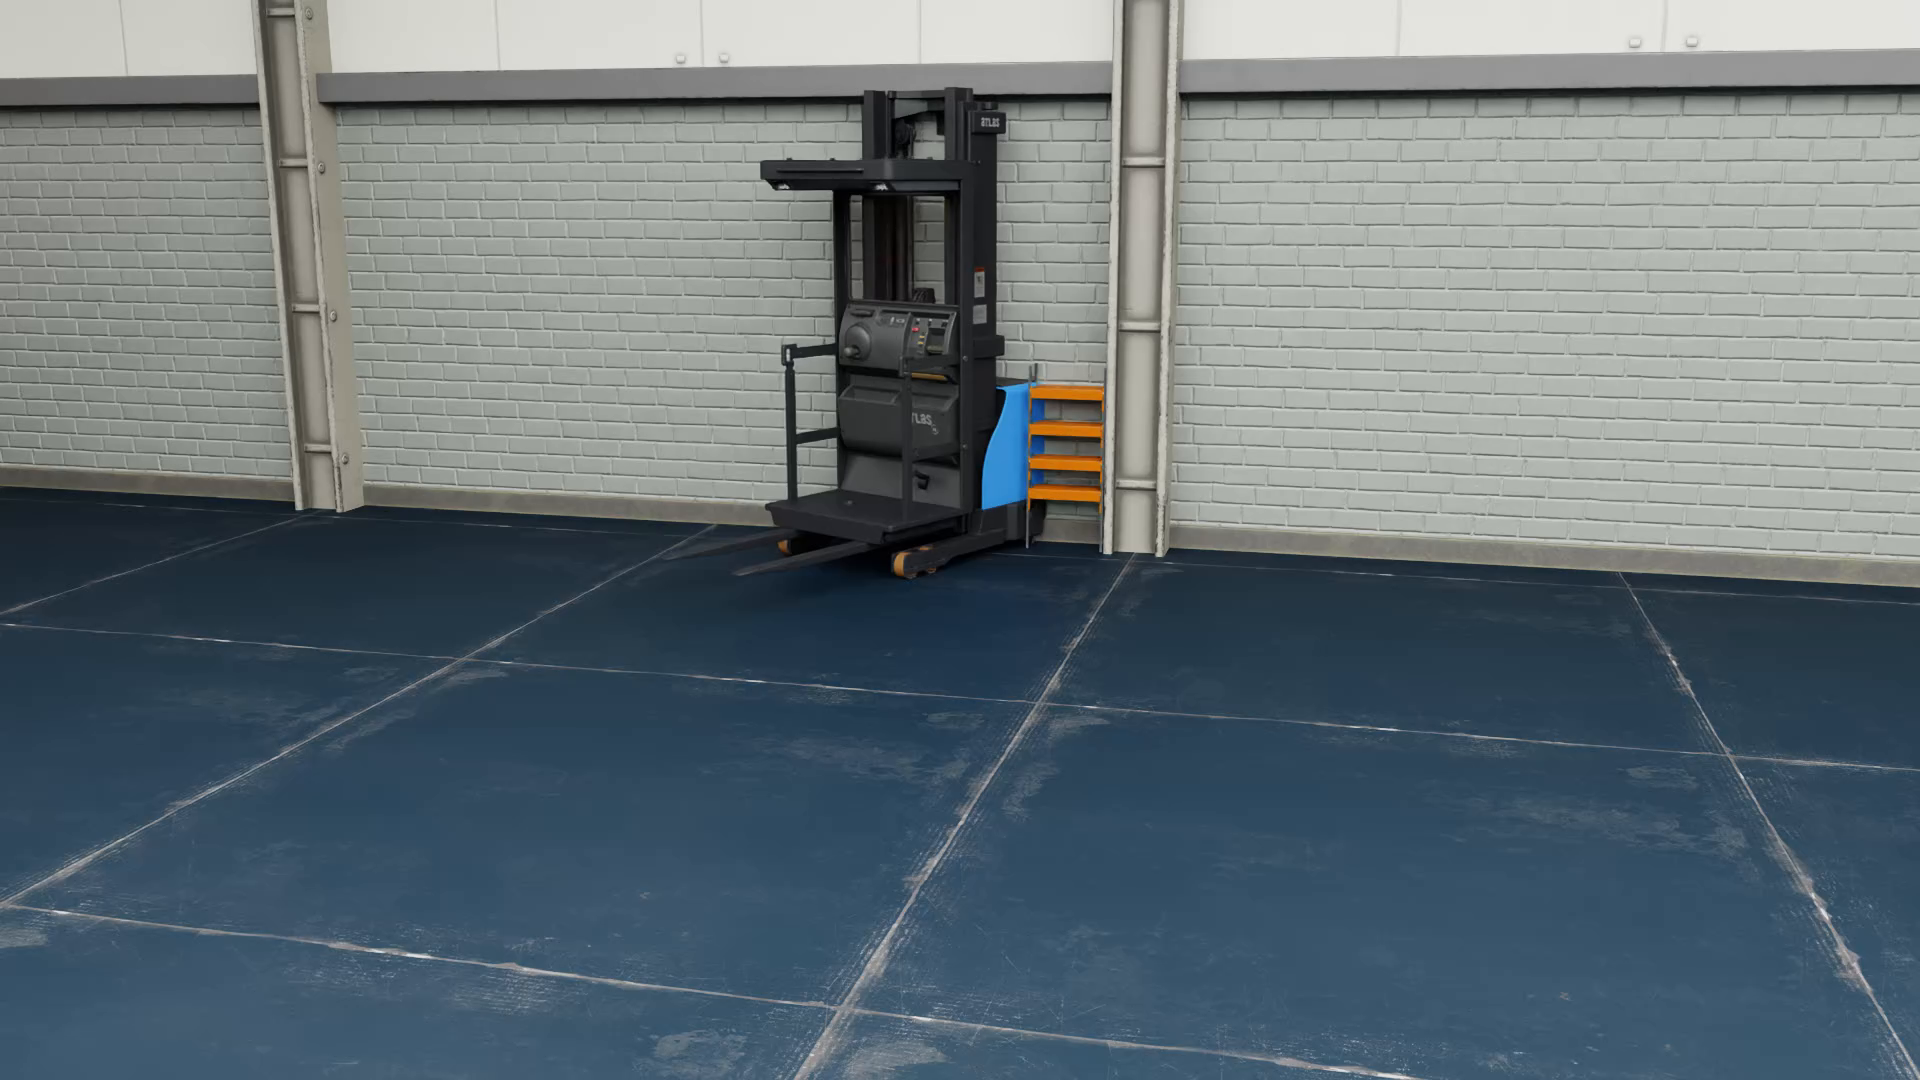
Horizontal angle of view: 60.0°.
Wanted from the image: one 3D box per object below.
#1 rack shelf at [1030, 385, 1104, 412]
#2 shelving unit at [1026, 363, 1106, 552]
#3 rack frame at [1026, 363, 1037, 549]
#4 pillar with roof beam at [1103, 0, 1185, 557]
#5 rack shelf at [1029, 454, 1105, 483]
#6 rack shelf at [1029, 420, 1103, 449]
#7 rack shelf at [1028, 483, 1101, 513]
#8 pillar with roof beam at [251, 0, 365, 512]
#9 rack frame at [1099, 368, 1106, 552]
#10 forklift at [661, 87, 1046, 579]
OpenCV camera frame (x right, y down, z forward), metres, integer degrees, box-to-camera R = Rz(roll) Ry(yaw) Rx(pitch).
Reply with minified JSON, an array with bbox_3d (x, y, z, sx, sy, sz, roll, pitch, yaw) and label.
[{"bbox_3d":[0.713,-0.928,10.816,0.480,0.148,0.258,3,11,12],"label":"rack shelf"},{"bbox_3d":[0.710,-0.543,10.892,0.503,1.200,0.258,3,11,12],"label":"shelving unit"},{"bbox_3d":[0.472,-0.555,10.944,0.015,1.200,0.240,3,11,12],"label":"rack frame"},{"bbox_3d":[0.129,-3.421,5.878,0.400,9.000,9.100,3,13,14],"label":"pillar with roof beam"},{"bbox_3d":[0.709,-0.477,10.905,0.480,0.148,0.258,3,11,12],"label":"rack shelf"},{"bbox_3d":[0.711,-0.696,10.862,0.480,0.148,0.258,3,11,12],"label":"rack shelf"},{"bbox_3d":[0.707,-0.282,10.943,0.480,0.148,0.258,3,11,12],"label":"rack shelf"},{"bbox_3d":[-5.697,-3.733,7.282,0.400,9.000,9.100,3,13,14],"label":"pillar with roof beam"},{"bbox_3d":[0.948,-0.531,10.840,0.015,1.200,0.240,3,11,12],"label":"rack frame"},{"bbox_3d":[-0.532,-1.315,10.395,1.130,2.935,3.031,10,16,38],"label":"forklift"}]
